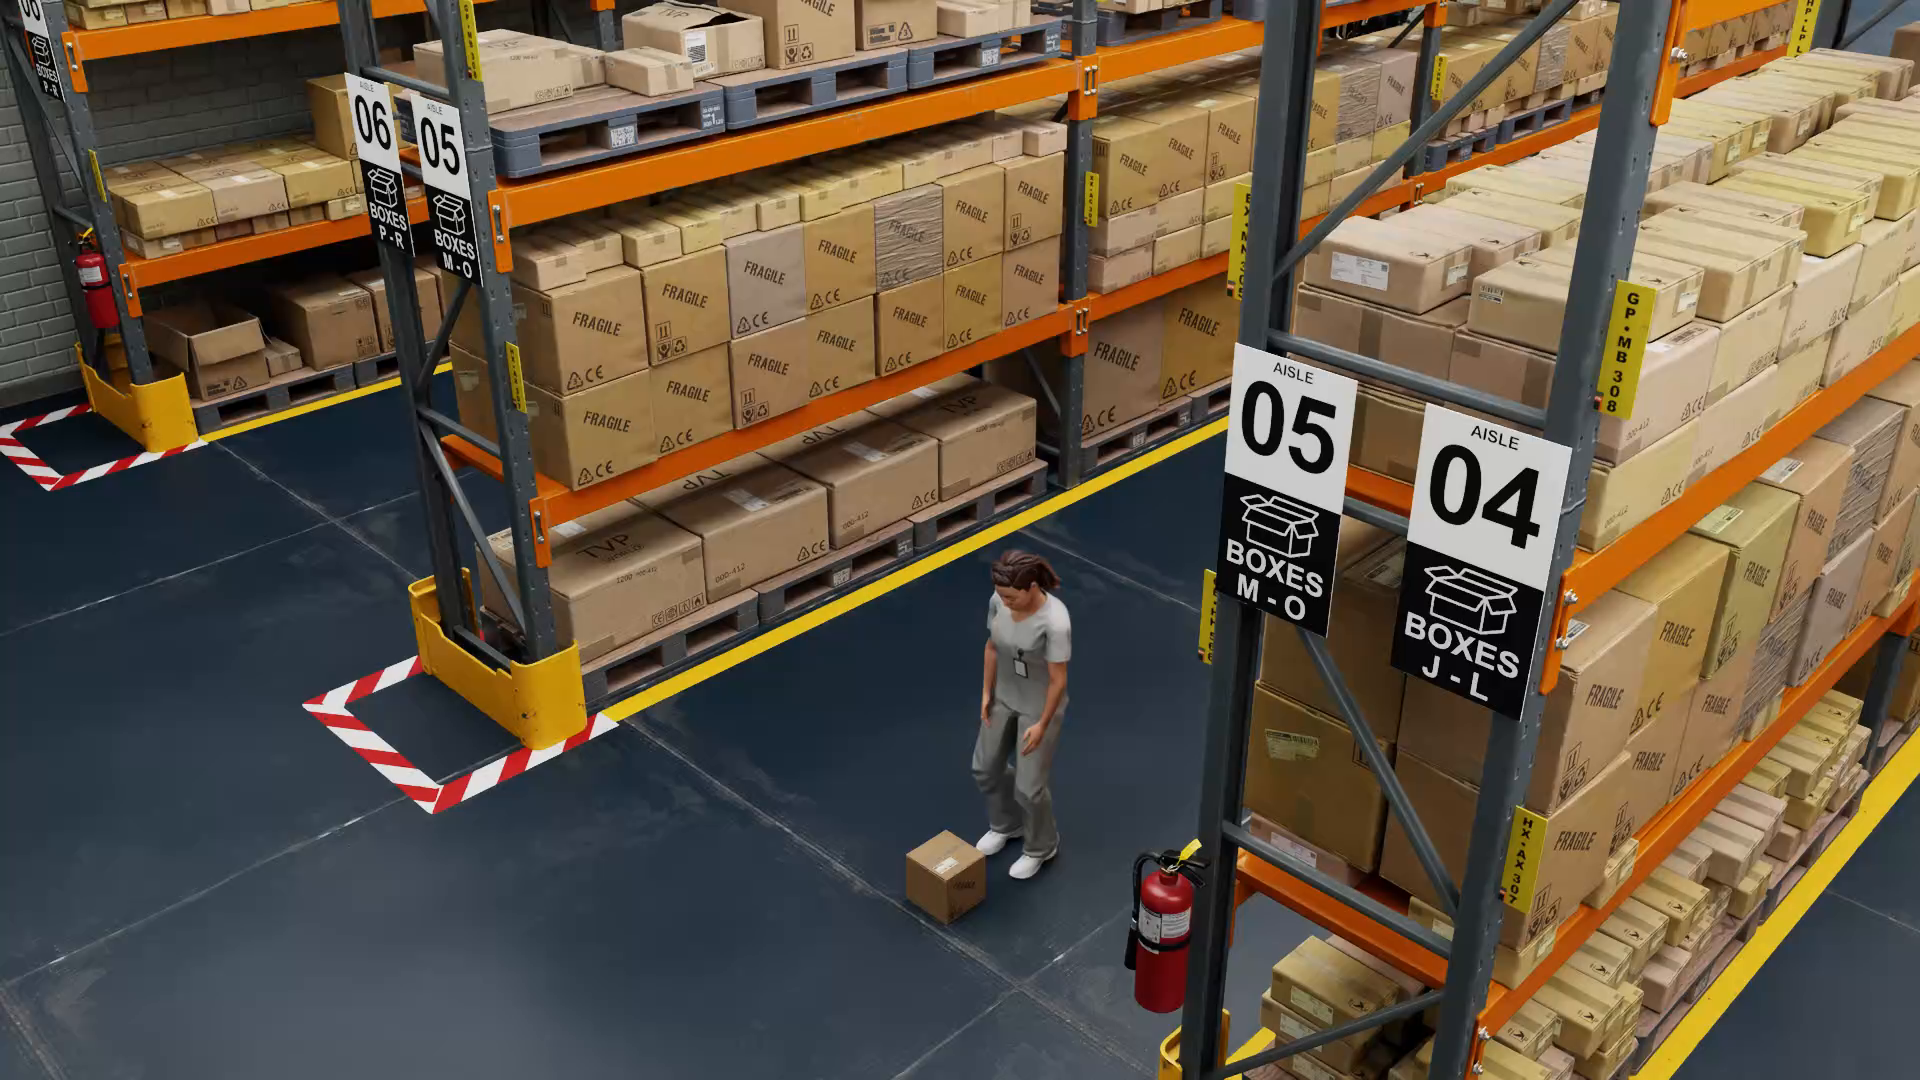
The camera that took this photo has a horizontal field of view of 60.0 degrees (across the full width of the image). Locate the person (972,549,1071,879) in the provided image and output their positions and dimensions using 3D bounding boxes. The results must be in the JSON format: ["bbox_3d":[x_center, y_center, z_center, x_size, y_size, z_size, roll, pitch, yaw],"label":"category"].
[{"bbox_3d":[0.285,0.738,7.289,0.388,1.627,0.461,-24,36,-38],"label":"person"}]
